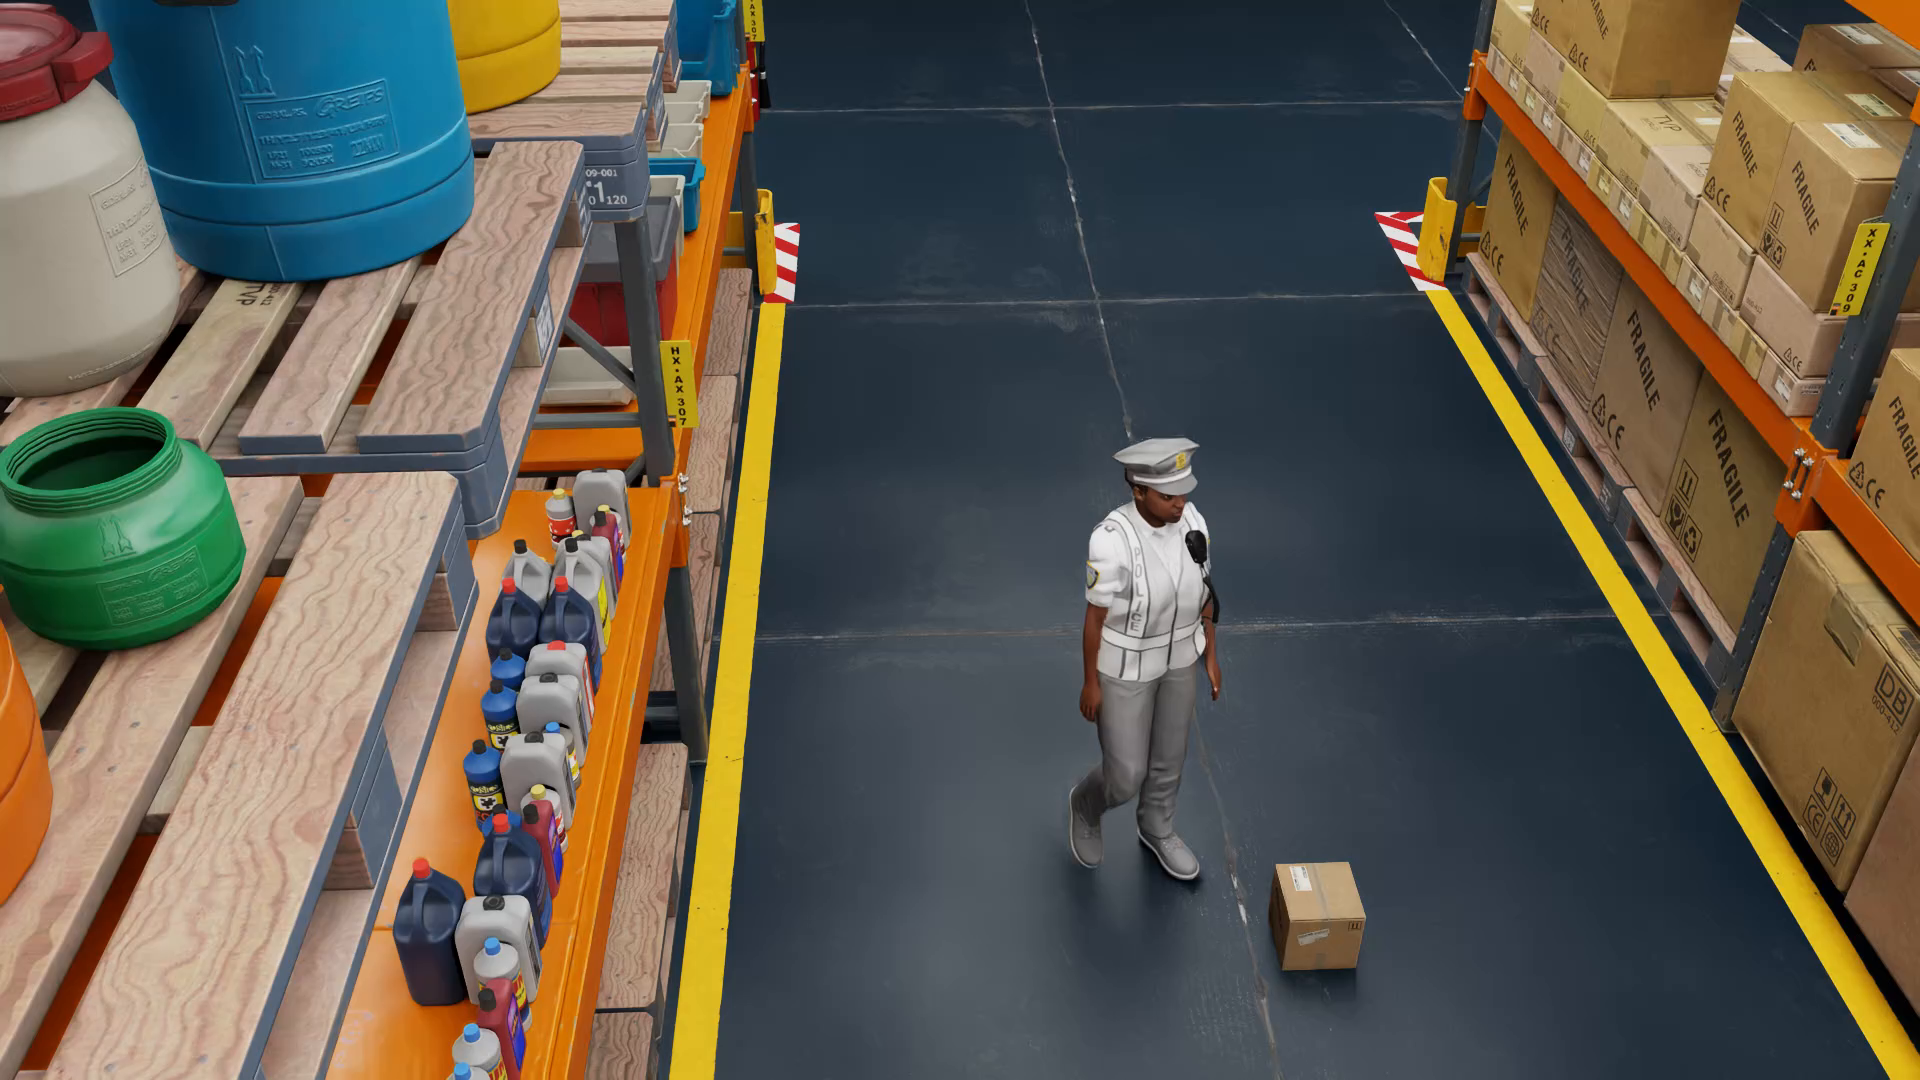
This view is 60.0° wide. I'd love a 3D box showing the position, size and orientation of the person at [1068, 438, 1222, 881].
[{"bbox_3d":[0.642,0.429,5.491,0.492,1.699,0.447,-18,39,-24],"label":"person"}]
